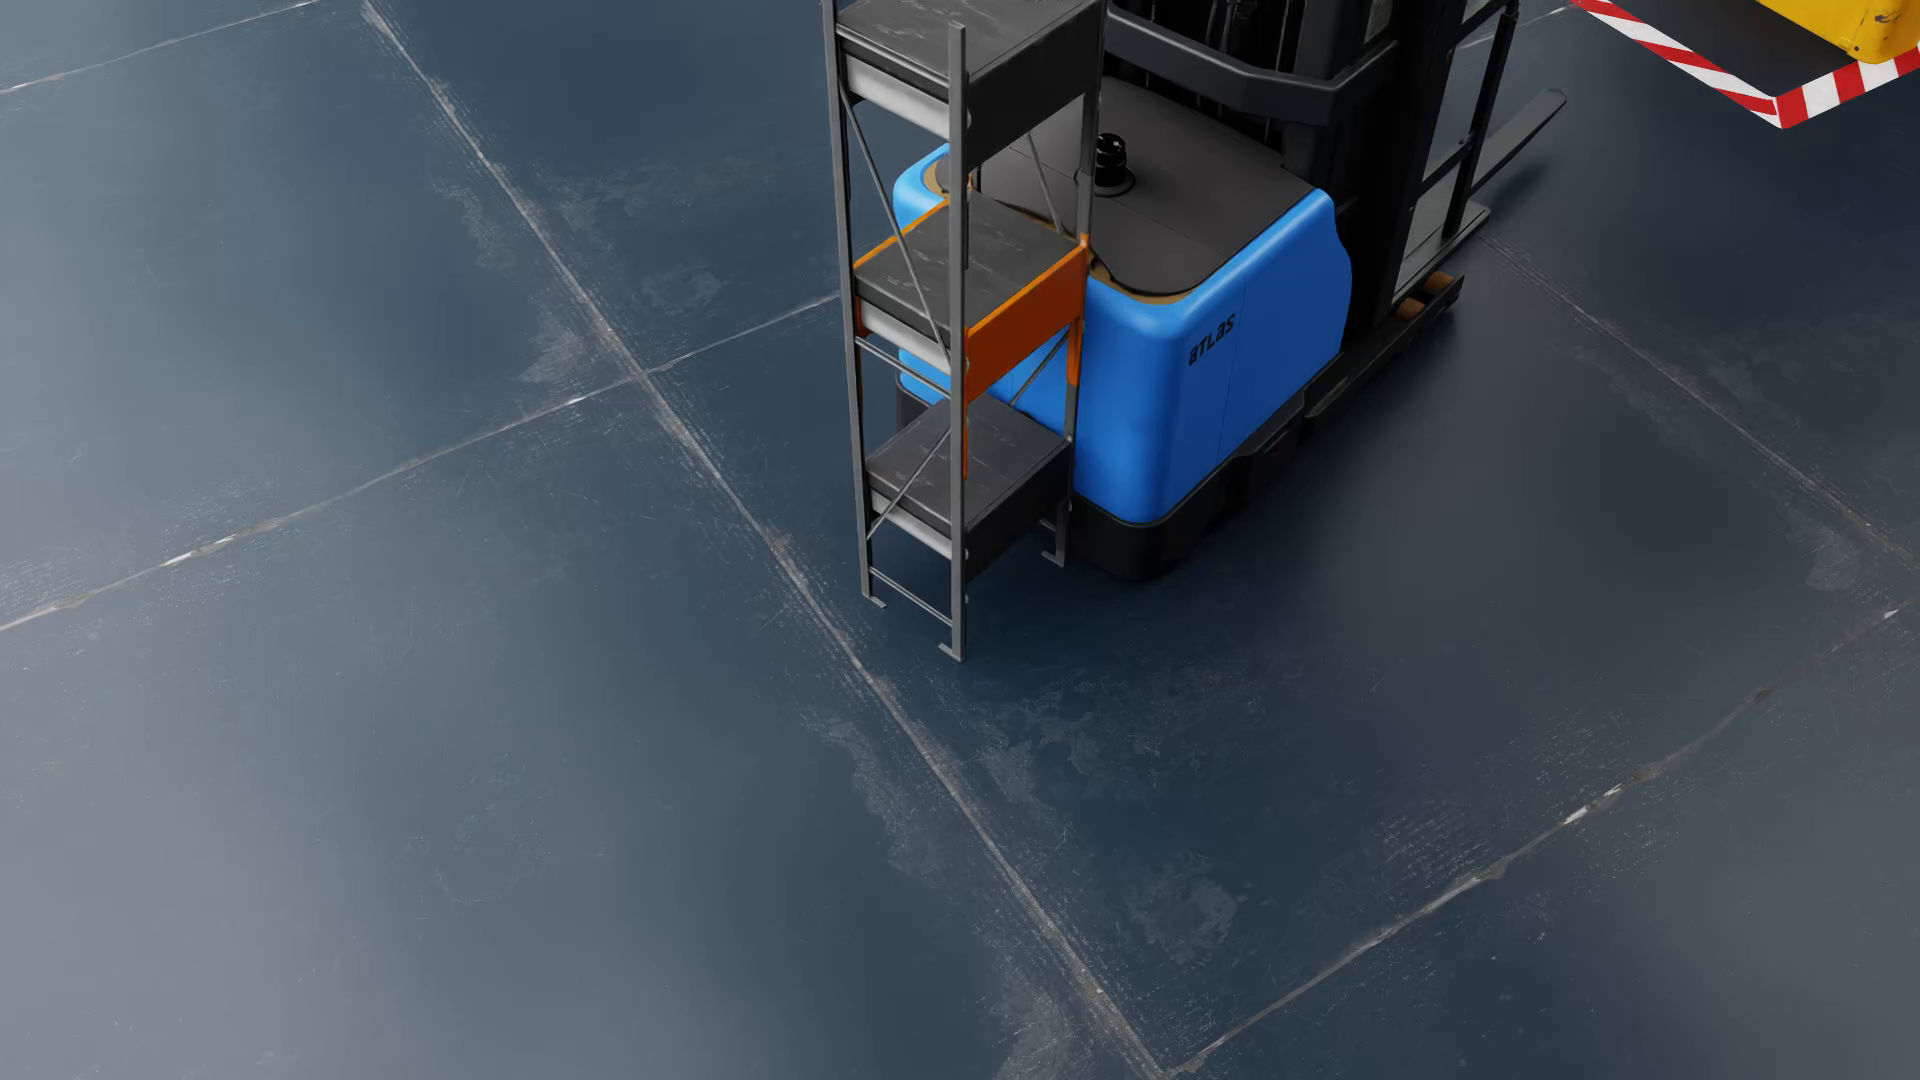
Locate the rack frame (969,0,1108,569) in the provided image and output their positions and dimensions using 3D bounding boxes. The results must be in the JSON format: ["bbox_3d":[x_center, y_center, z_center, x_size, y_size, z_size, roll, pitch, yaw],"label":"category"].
[{"bbox_3d":[0.175,-0.710,4.477,0.400,2.100,0.015,33,56,26],"label":"rack frame"}]

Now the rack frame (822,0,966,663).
[{"bbox_3d":[-0.144,-0.435,4.231,0.400,2.100,0.015,33,56,26],"label":"rack frame"}]

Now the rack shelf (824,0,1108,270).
[{"bbox_3d":[0.016,-1.029,3.841,0.431,0.518,0.480,33,56,26],"label":"rack shelf"}]

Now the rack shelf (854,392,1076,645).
[{"bbox_3d":[0.016,-0.098,4.887,0.431,0.518,0.480,33,56,26],"label":"rack shelf"}]

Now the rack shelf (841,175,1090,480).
[{"bbox_3d":[0.016,-0.564,4.364,0.431,0.518,0.480,33,56,26],"label":"rack shelf"}]

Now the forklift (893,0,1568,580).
[{"bbox_3d":[1.137,-1.883,4.964,1.130,2.935,3.031,33,56,26],"label":"forklift"}]

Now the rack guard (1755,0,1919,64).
[{"bbox_3d":[3.687,-2.600,7.231,0.348,0.500,1.175,-25,53,-21],"label":"rack guard"}]

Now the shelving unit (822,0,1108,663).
[{"bbox_3d":[0.016,-0.573,4.354,0.431,2.100,0.503,33,56,26],"label":"shelving unit"}]
